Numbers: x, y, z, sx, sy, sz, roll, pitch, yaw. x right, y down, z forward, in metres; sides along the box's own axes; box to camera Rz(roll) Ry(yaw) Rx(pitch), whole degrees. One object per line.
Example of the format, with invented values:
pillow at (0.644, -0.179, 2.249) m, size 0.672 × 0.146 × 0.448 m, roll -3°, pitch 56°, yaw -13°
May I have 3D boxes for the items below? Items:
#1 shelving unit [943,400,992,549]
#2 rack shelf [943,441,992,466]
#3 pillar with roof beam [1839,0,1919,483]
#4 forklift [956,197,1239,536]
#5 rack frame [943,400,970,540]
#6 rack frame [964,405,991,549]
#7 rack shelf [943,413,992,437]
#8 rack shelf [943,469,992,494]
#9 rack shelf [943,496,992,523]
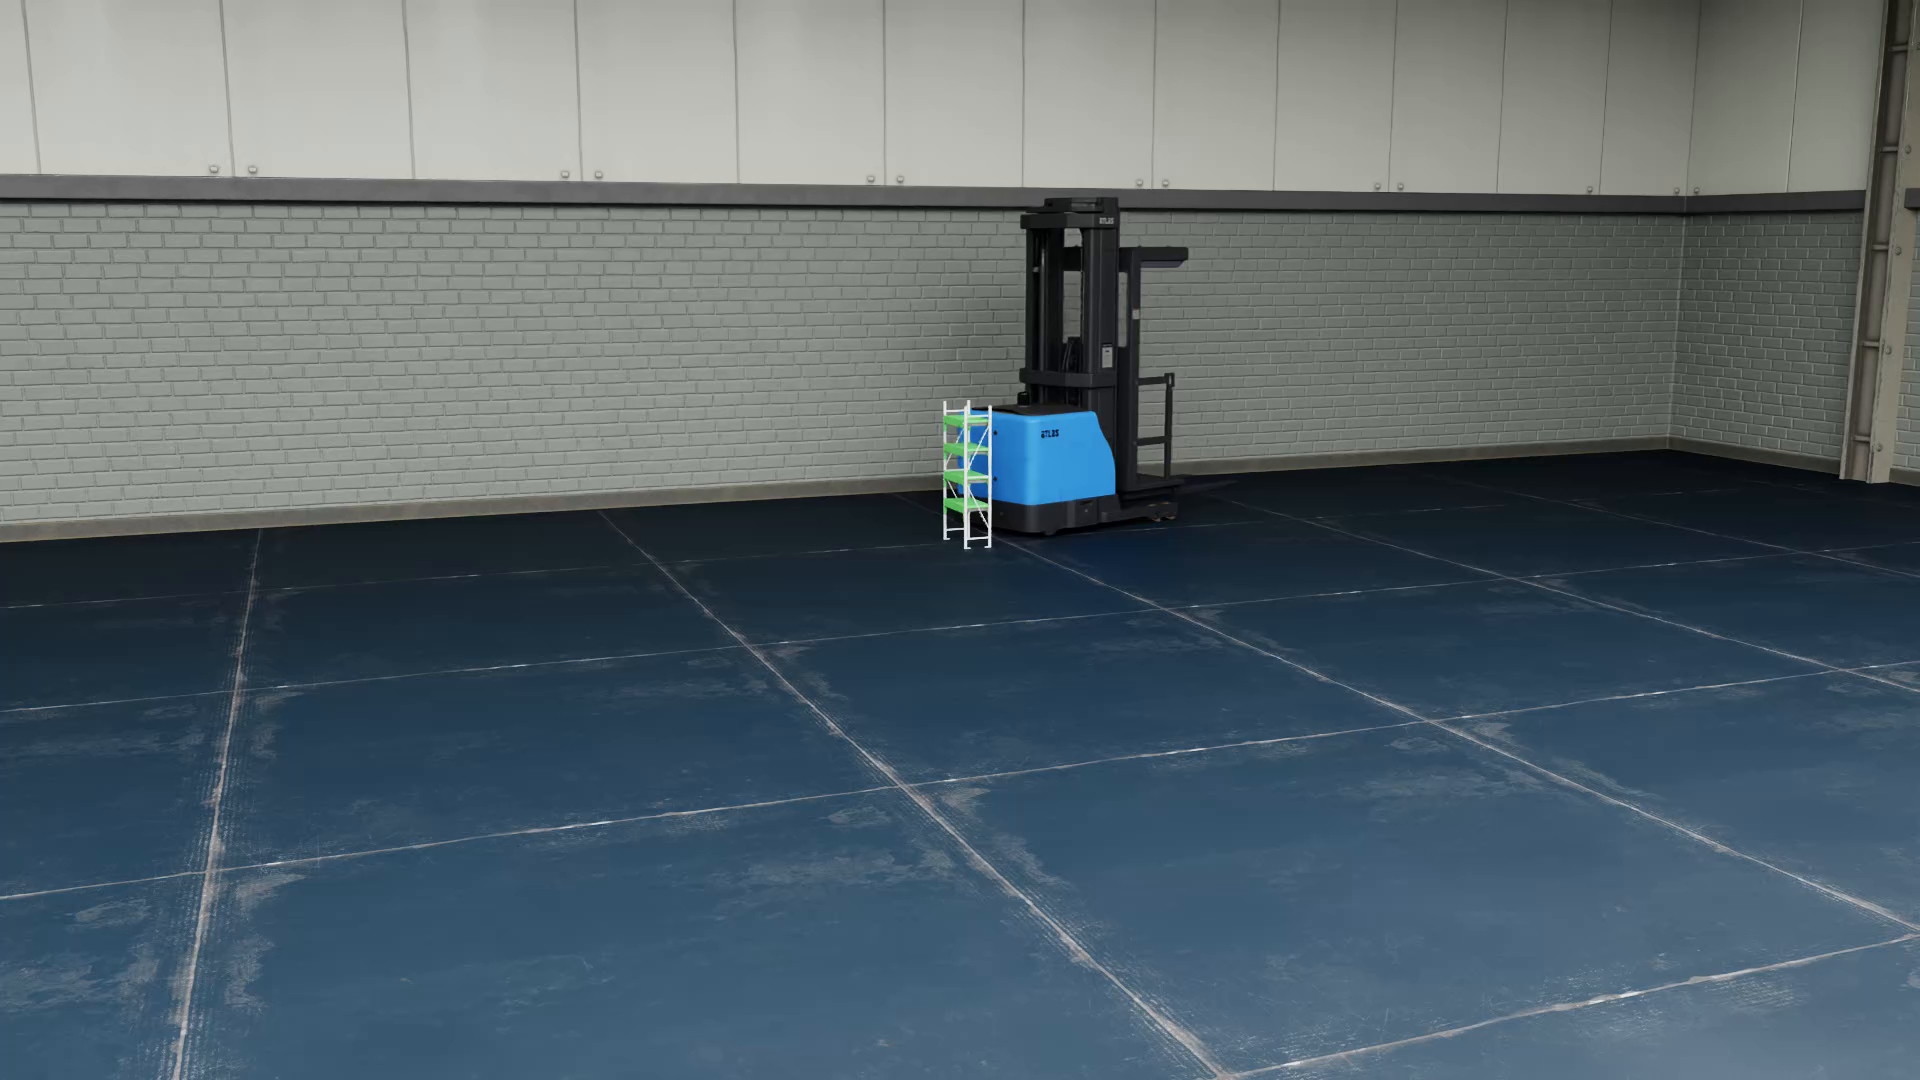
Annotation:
shelving unit at (0.060, -0.564, 14.163) m, size 0.258 × 1.200 × 0.503 m, roll -4°, pitch 11°, yaw -21°
rack shelf at (0.060, -0.737, 14.132) m, size 0.258 × 0.148 × 0.480 m, roll -4°, pitch 11°, yaw -21°
pillar with roof beam at (5.823, -4.808, 15.754) m, size 9.100 × 9.000 × 0.400 m, roll -4°, pitch 11°, yaw -21°
forklift at (1.399, -1.670, 15.438) m, size 3.031 × 2.935 × 1.130 m, roll -9°, pitch 13°, yaw -41°
rack frame at (-0.028, -0.604, 14.387) m, size 0.240 × 1.200 × 0.015 m, roll -4°, pitch 11°, yaw -21°
rack frame at (0.148, -0.524, 13.939) m, size 0.240 × 1.200 × 0.015 m, roll -4°, pitch 11°, yaw -21°
rack shelf at (0.060, -0.973, 14.090) m, size 0.258 × 0.148 × 0.480 m, roll -4°, pitch 11°, yaw -21°
rack shelf at (0.060, -0.501, 14.174) m, size 0.258 × 0.148 × 0.480 m, roll -4°, pitch 11°, yaw -21°
rack shelf at (0.060, -0.265, 14.216) m, size 0.258 × 0.148 × 0.480 m, roll -4°, pitch 11°, yaw -21°
